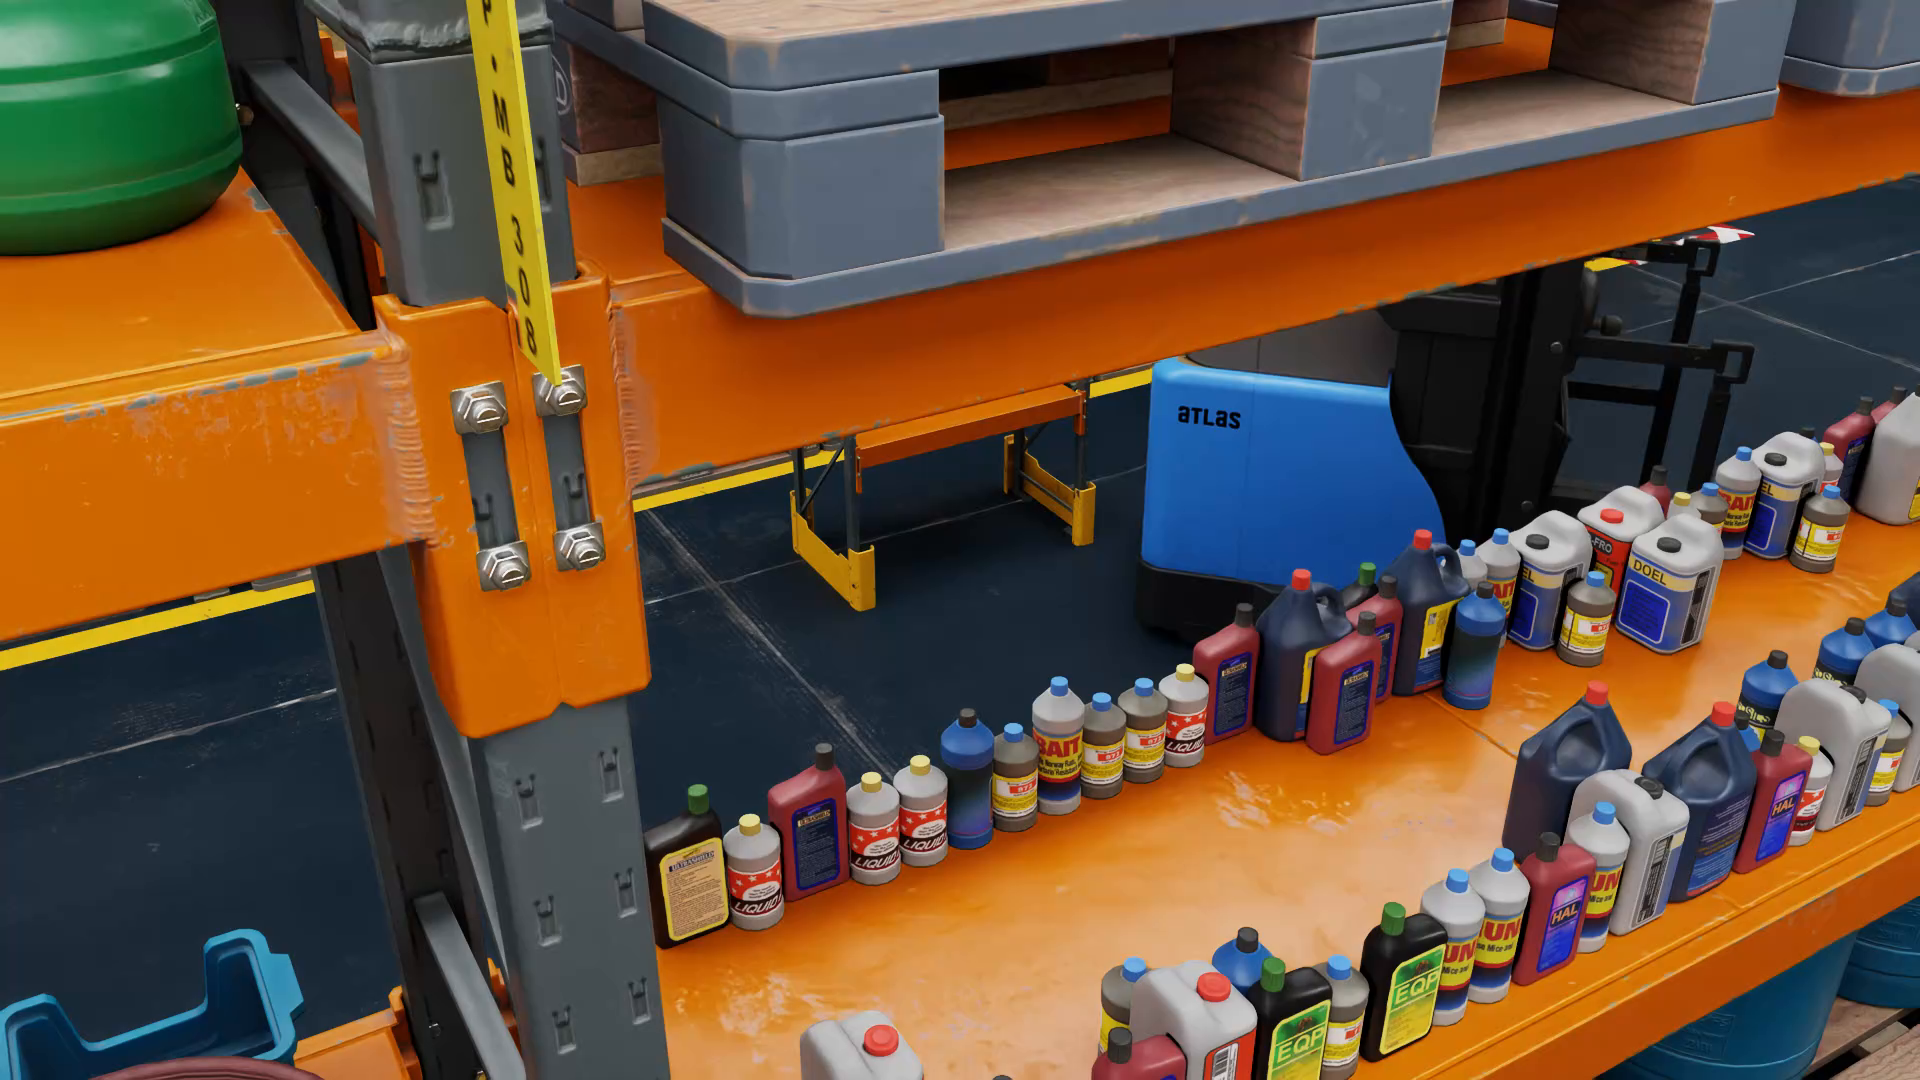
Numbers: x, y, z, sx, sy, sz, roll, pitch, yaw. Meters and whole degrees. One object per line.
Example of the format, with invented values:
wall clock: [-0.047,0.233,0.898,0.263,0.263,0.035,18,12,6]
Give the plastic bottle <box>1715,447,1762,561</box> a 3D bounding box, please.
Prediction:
plastic bottle: [1.833,-0.093,3.947,0.097,0.271,0.097,0,29,0]

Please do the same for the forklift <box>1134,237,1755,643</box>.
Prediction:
forklift: [2.216,-0.953,5.444,3.031,2.935,1.130,8,30,14]

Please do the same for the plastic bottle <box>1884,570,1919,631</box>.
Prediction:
plastic bottle: [1.995,0.158,3.411,0.185,0.351,0.144,-16,33,-26]

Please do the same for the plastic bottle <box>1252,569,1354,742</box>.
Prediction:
plastic bottle: [0.682,0.212,3.312,0.185,0.351,0.144,-16,33,-26]

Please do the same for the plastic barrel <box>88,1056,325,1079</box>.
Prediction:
plastic barrel: [-0.841,0.949,1.785,0.708,0.536,0.600,-16,33,-26]

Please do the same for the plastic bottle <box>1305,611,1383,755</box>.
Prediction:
plastic bottle: [0.756,0.278,3.262,0.133,0.283,0.061,-16,33,-26]

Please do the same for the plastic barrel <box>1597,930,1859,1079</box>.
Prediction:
plastic barrel: [1.766,0.824,3.890,0.708,0.901,0.600,-16,33,-26]

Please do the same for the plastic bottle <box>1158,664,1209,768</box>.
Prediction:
plastic bottle: [0.433,0.335,3.244,0.097,0.201,0.097,0,29,0]

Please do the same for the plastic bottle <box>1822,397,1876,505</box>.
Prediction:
plastic bottle: [2.207,-0.215,4.155,0.133,0.283,0.061,-16,33,-26]

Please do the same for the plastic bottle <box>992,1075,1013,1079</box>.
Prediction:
plastic bottle: [0.056,0.837,2.262,0.097,0.271,0.097,0,29,0]

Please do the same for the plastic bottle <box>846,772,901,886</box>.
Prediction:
plastic bottle: [-0.154,0.502,2.942,0.097,0.201,0.097,0,29,0]

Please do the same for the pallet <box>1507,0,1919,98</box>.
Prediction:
pallet: [1.251,-0.929,2.421,1.213,0.211,1.003,-16,33,-26]

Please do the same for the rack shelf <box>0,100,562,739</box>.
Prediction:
rack shelf: [-2.319,0.260,0.814,4.000,0.370,1.077,-16,33,-26]

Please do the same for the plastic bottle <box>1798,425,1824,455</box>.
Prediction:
plastic bottle: [2.033,-0.150,4.050,0.097,0.271,0.097,0,29,0]

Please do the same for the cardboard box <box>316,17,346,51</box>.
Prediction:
cardboard box: [-2.615,-1.724,6.232,0.700,0.500,0.500,22,36,34]

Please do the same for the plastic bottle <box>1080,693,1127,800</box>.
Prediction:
plastic bottle: [0.265,0.383,3.157,0.097,0.201,0.097,0,29,0]

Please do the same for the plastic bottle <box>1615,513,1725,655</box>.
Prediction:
plastic bottle: [1.541,0.089,3.613,0.135,0.276,0.152,-16,33,-26]

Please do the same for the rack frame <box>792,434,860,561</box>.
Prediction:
rack frame: [-0.512,-0.511,6.124,0.032,1.500,0.500,-16,33,-26]

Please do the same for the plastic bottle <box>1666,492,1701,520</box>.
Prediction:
plastic bottle: [1.665,-0.015,3.877,0.097,0.201,0.097,0,29,0]

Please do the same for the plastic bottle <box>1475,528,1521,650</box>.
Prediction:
plastic bottle: [1.150,0.101,3.596,0.097,0.271,0.097,0,29,0]

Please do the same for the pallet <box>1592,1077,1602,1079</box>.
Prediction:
pallet: [1.115,1.483,3.845,1.213,0.211,1.003,-16,33,-26]

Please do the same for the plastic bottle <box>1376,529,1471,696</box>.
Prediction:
plastic bottle: [0.956,0.134,3.453,0.185,0.351,0.144,-16,33,-26]

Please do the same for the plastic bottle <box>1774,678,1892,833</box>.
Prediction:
plastic bottle: [1.612,0.378,3.089,0.135,0.276,0.152,-16,33,-26]

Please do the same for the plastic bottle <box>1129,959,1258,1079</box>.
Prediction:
plastic bottle: [0.341,0.739,2.435,0.135,0.276,0.152,-16,33,-26]

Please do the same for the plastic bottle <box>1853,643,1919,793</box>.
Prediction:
plastic bottle: [1.812,0.321,3.192,0.135,0.276,0.152,-16,33,-26]

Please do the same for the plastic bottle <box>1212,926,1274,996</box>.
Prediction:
plastic bottle: [0.424,0.698,2.513,0.097,0.271,0.097,0,29,0]

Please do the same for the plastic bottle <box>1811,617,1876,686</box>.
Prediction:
plastic bottle: [1.733,0.276,3.279,0.097,0.271,0.097,0,29,0]

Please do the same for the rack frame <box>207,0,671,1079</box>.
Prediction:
rack frame: [-0.595,0.769,2.252,0.127,3.000,1.000,-16,33,-26]

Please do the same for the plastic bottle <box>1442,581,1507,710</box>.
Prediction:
plastic bottle: [1.055,0.209,3.400,0.097,0.271,0.097,0,29,0]

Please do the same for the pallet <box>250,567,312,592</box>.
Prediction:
pallet: [-2.438,-0.242,6.969,1.213,0.211,1.003,-16,33,-26]

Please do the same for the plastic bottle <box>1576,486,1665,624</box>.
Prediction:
plastic bottle: [1.464,0.025,3.728,0.135,0.276,0.152,-16,33,-26]

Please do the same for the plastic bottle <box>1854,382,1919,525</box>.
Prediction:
plastic bottle: [2.352,-0.228,4.109,0.185,0.351,0.144,-16,33,-26]

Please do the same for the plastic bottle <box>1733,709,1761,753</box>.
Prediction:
plastic bottle: [1.380,0.427,3.005,0.097,0.271,0.097,0,29,0]

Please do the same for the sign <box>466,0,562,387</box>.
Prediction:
sign: [-0.310,-0.271,1.141,0.005,0.325,0.100,-16,33,-26]

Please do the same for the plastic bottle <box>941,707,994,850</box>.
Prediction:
plastic bottle: [0.014,0.424,3.011,0.097,0.271,0.097,0,29,0]

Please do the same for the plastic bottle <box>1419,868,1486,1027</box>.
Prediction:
plastic bottle: [0.769,0.635,2.629,0.097,0.271,0.097,0,29,0]

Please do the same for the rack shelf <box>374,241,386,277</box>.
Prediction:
rack shelf: [-1.376,-1.470,7.054,4.000,0.370,1.077,-16,33,-26]

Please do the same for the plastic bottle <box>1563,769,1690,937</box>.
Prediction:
plastic bottle: [1.138,0.512,2.845,0.135,0.276,0.152,-16,33,-26]

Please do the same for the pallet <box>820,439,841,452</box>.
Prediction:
pallet: [-0.334,-0.839,8.052,1.213,0.211,1.003,-16,33,-26]

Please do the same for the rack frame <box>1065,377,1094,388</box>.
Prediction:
rack frame: [0.348,-2.275,7.767,0.127,3.000,1.000,-16,33,-26]

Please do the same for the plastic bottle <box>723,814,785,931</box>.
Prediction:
plastic bottle: [-0.353,0.558,2.839,0.097,0.201,0.097,0,29,0]

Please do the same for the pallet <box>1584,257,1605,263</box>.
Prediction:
pallet: [3.044,-1.819,9.827,1.213,0.211,1.003,-16,33,-26]

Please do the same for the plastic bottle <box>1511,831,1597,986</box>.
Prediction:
plastic bottle: [0.962,0.585,2.707,0.133,0.283,0.061,-16,33,-26]

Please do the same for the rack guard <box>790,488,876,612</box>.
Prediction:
rack guard: [-0.495,0.031,6.435,0.087,0.250,0.587,-16,33,-26]

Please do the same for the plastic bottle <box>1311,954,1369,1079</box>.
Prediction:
plastic bottle: [0.570,0.722,2.543,0.097,0.201,0.097,0,29,0]

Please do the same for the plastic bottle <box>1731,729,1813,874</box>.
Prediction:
plastic bottle: [1.436,0.450,2.951,0.133,0.283,0.061,-16,33,-26]

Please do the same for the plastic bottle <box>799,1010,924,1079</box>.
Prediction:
plastic bottle: [-0.135,0.789,2.345,0.135,0.276,0.152,-16,33,-26]

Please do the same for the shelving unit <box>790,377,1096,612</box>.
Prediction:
shelving unit: [-0.066,-0.638,6.354,1.083,1.500,0.587,-16,33,-26]

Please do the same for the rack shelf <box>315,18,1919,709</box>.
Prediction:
rack shelf: [1.130,-0.719,2.589,4.000,0.370,1.077,-16,33,-26]
